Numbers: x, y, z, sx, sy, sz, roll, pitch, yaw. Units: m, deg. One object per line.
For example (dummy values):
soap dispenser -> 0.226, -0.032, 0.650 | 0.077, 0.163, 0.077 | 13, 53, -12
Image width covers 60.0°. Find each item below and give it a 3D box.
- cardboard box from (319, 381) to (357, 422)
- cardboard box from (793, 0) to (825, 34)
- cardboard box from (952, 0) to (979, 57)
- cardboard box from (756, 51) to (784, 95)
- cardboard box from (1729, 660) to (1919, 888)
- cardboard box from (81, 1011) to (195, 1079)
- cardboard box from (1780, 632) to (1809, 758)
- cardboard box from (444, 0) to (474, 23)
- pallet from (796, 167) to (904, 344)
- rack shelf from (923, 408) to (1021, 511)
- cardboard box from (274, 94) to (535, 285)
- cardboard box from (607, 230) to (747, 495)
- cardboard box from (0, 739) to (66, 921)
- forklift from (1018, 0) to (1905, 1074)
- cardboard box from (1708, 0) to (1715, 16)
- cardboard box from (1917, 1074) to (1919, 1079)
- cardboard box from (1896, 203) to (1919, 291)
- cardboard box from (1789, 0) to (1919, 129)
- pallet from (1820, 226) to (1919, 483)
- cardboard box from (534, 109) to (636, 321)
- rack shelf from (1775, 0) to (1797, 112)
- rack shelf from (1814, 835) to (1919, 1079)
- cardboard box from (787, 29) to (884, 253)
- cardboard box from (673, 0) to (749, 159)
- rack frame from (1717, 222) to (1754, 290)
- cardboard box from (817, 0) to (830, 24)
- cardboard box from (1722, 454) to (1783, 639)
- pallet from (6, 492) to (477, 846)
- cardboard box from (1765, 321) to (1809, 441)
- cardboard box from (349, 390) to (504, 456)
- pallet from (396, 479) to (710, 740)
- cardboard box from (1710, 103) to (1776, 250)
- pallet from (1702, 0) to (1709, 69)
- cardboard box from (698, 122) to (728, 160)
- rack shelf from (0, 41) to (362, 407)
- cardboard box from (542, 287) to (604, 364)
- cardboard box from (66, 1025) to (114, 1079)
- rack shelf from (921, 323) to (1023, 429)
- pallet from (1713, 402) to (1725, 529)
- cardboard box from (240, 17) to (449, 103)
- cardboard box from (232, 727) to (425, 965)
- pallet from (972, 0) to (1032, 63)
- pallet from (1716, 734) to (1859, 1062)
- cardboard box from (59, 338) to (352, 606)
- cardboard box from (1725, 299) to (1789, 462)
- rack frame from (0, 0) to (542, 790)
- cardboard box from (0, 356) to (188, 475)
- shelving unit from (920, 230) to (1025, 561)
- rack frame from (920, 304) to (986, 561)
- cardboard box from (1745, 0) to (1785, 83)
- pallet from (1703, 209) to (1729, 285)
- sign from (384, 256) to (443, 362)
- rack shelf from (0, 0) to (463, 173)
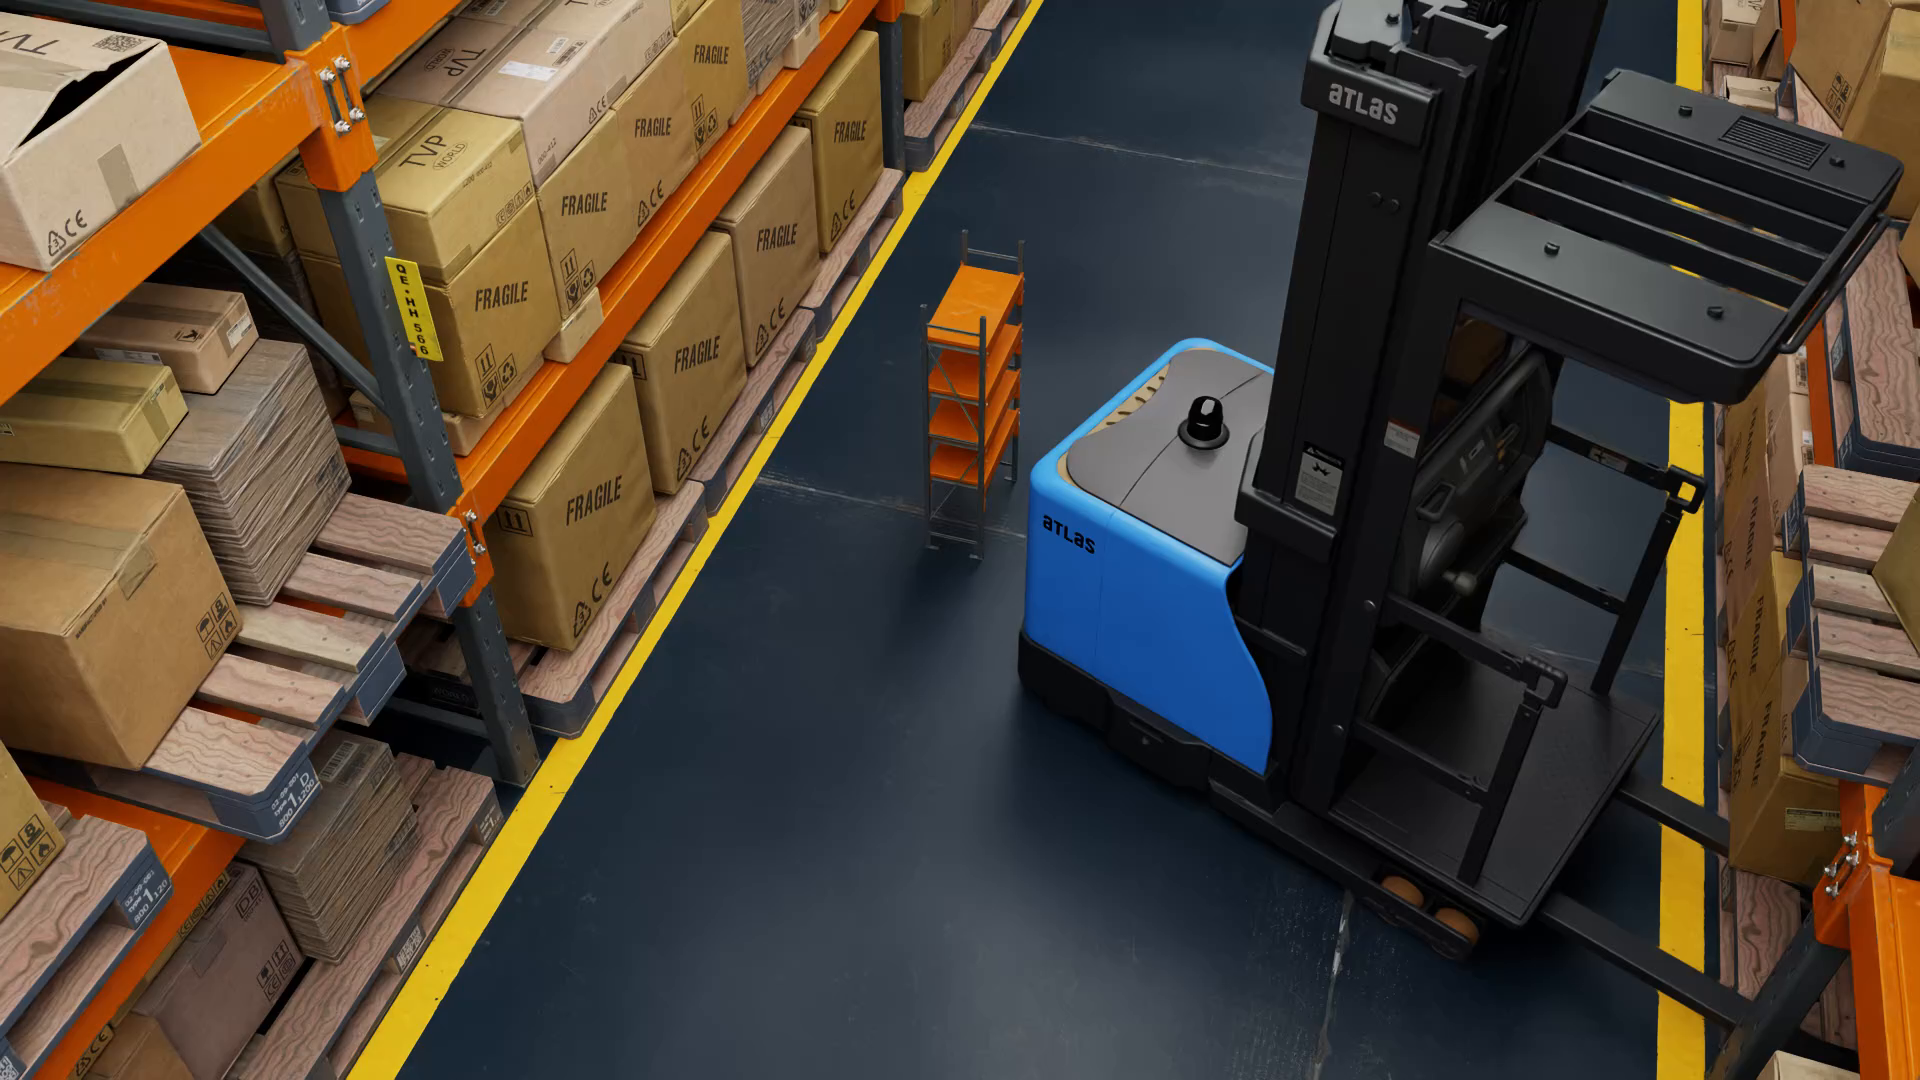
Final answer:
cardboard box -> -2.133, -0.529, 5.311 | 0.380, 0.149, 0.250 | 13, 46, 13
cardboard box -> -0.820, -2.452, 6.813 | 0.500, 0.500, 0.500 | 13, 46, 13
cardboard box -> -0.296, -3.074, 9.233 | 0.700, 0.500, 0.500 | 12, 46, 12
cardboard box -> -0.945, -1.964, 6.778 | 0.380, 0.149, 0.250 | 13, 46, 13
cardboard box -> 2.795, 0.770, 5.291 | 0.500, 0.500, 0.500 | 14, 46, 14
cardboard box -> -2.546, 1.543, 4.501 | 0.700, 0.500, 0.500 | 12, 46, 12
cardboard box -> 2.808, 0.463, 5.068 | 0.500, 0.250, 0.500 | 14, 46, 14
cardboard box -> -1.778, -1.800, 5.610 | 0.500, 0.250, 0.500 | 11, 46, 11
pallet -> -0.938, -1.479, 8.111 | 1.003, 0.211, 1.213 | 13, 46, 13
rack shelf -> 0.050, -0.349, 6.629 | 0.258, 0.148, 0.480 | 13, 46, 12
cardboard box -> -1.595, -1.024, 4.817 | 0.500, 0.250, 0.500 | 14, 46, 13
cardboard box -> -1.368, -0.767, 6.625 | 0.750, 0.750, 0.750 | 12, 46, 12
cardboard box -> -2.476, 0.618, 3.588 | 0.700, 0.500, 0.500 | 13, 46, 13
forklift -> 1.677, -0.122, 4.779 | 3.031, 2.935, 1.130 | 30, 52, 27
cardboard box -> 4.571, -3.164, 9.491 | 0.500, 0.250, 0.500 | 13, 46, 13
cardboard box -> 2.280, 1.294, 3.347 | 0.500, 0.311, 0.500 | 12, 46, 12
cardboard box -> 3.470, -0.955, 5.209 | 0.700, 0.500, 0.500 | 2, 44, 2
cardboard box -> 3.590, -1.877, 6.152 | 0.700, 0.500, 0.500 | -1, 44, -1
pallet -> 3.320, -0.522, 5.276 | 1.003, 0.211, 1.213 | 13, 46, 13
cardboard box -> -1.429, -1.106, 5.437 | 0.500, 0.500, 0.500 | 14, 46, 14
rack shelf -> 4.552, -3.035, 8.222 | 1.077, 0.370, 4.000 | 13, 46, 13
rack shelf -> 2.129, 2.297, 2.772 | 1.077, 0.370, 4.000 | 13, 46, 13
cardboard box -> -0.849, -1.927, 7.811 | 0.750, 0.750, 0.750 | 13, 46, 13
cardboard box -> -1.127, -1.785, 6.131 | 0.500, 0.500, 0.500 | 14, 46, 14
rack frame -> 3.946, -1.959, 6.608 | 1.000, 3.000, 0.127 | 13, 46, 13
cardboard box -> -0.784, -2.302, 7.123 | 0.380, 0.149, 0.250 | 14, 46, 14
cardboard box -> 3.105, 0.074, 6.002 | 0.500, 0.500, 0.500 | 11, 45, 11
pallet -> -2.101, 0.226, 4.511 | 1.213, 0.211, 1.003 | 13, 46, 13
cardboard box -> 3.265, -0.554, 6.108 | 0.500, 0.250, 0.500 | 13, 46, 13
cardboard box -> -1.667, -0.428, 5.208 | 0.380, 0.149, 0.250 | 12, 46, 12
pallet -> -1.677, 0.147, 6.449 | 1.003, 0.211, 1.213 | 13, 46, 13
cardboard box -> 3.849, -1.663, 7.778 | 0.500, 0.500, 0.500 | 13, 46, 13
pallet -> 4.894, -3.047, 9.713 | 1.003, 0.211, 1.213 | 13, 46, 13
cardboard box -> -1.126, -1.626, 6.432 | 0.380, 0.149, 0.250 | 14, 46, 14
rack shelf -> -2.593, 0.178, 2.793 | 1.077, 0.370, 4.000 | 13, 46, 13
cardboard box -> -1.421, -0.753, 5.540 | 0.380, 0.149, 0.250 | 14, 46, 14
cardboard box -> -2.539, 1.330, 4.183 | 0.500, 0.250, 0.500 | 12, 46, 12
rack shelf -> 0.050, -0.651, 6.334 | 0.258, 0.148, 0.480 | 13, 46, 12
pallet -> 3.736, -0.413, 7.021 | 1.003, 0.211, 1.213 | 13, 46, 13
cardboard box -> -1.937, -1.459, 5.261 | 0.500, 0.250, 0.500 | 11, 45, 11
cardboard box -> -2.155, 0.887, 5.171 | 0.700, 0.500, 0.500 | 13, 46, 13
pallet -> -0.103, -3.316, 9.987 | 1.003, 0.211, 1.213 | 13, 46, 12
pallet -> 2.997, 1.214, 5.359 | 1.003, 0.211, 1.213 | 13, 46, 13
cardboard box -> -2.120, -0.217, 4.441 | 0.700, 0.500, 0.500 | 8, 45, 8
cardboard box -> 3.417, -0.594, 6.686 | 0.500, 0.500, 0.500 | 13, 46, 13
rack frame -> -1.987, -0.340, 4.953 | 1.000, 3.000, 0.127 | 13, 46, 13
cardboard box -> -2.146, -0.311, 4.073 | 0.380, 0.149, 0.250 | 6, 45, 6
shelving unit -> 0.050, -0.539, 6.443 | 0.258, 1.200, 0.503 | 13, 46, 12
rack frame -> -0.024, -0.377, 6.277 | 0.240, 1.200, 0.015 | 13, 46, 12
cardboard box -> 4.510, -2.478, 8.608 | 0.797, 0.503, 0.637 | 13, 46, 13
pallet -> 4.155, -1.420, 8.051 | 1.003, 0.211, 1.213 | 13, 46, 13
sign -> -1.467, -0.617, 4.464 | 0.100, 0.325, 0.005 | 13, 46, 13
rack shelf -> -1.381, -2.488, 5.517 | 1.077, 0.370, 4.000 | 13, 46, 13
